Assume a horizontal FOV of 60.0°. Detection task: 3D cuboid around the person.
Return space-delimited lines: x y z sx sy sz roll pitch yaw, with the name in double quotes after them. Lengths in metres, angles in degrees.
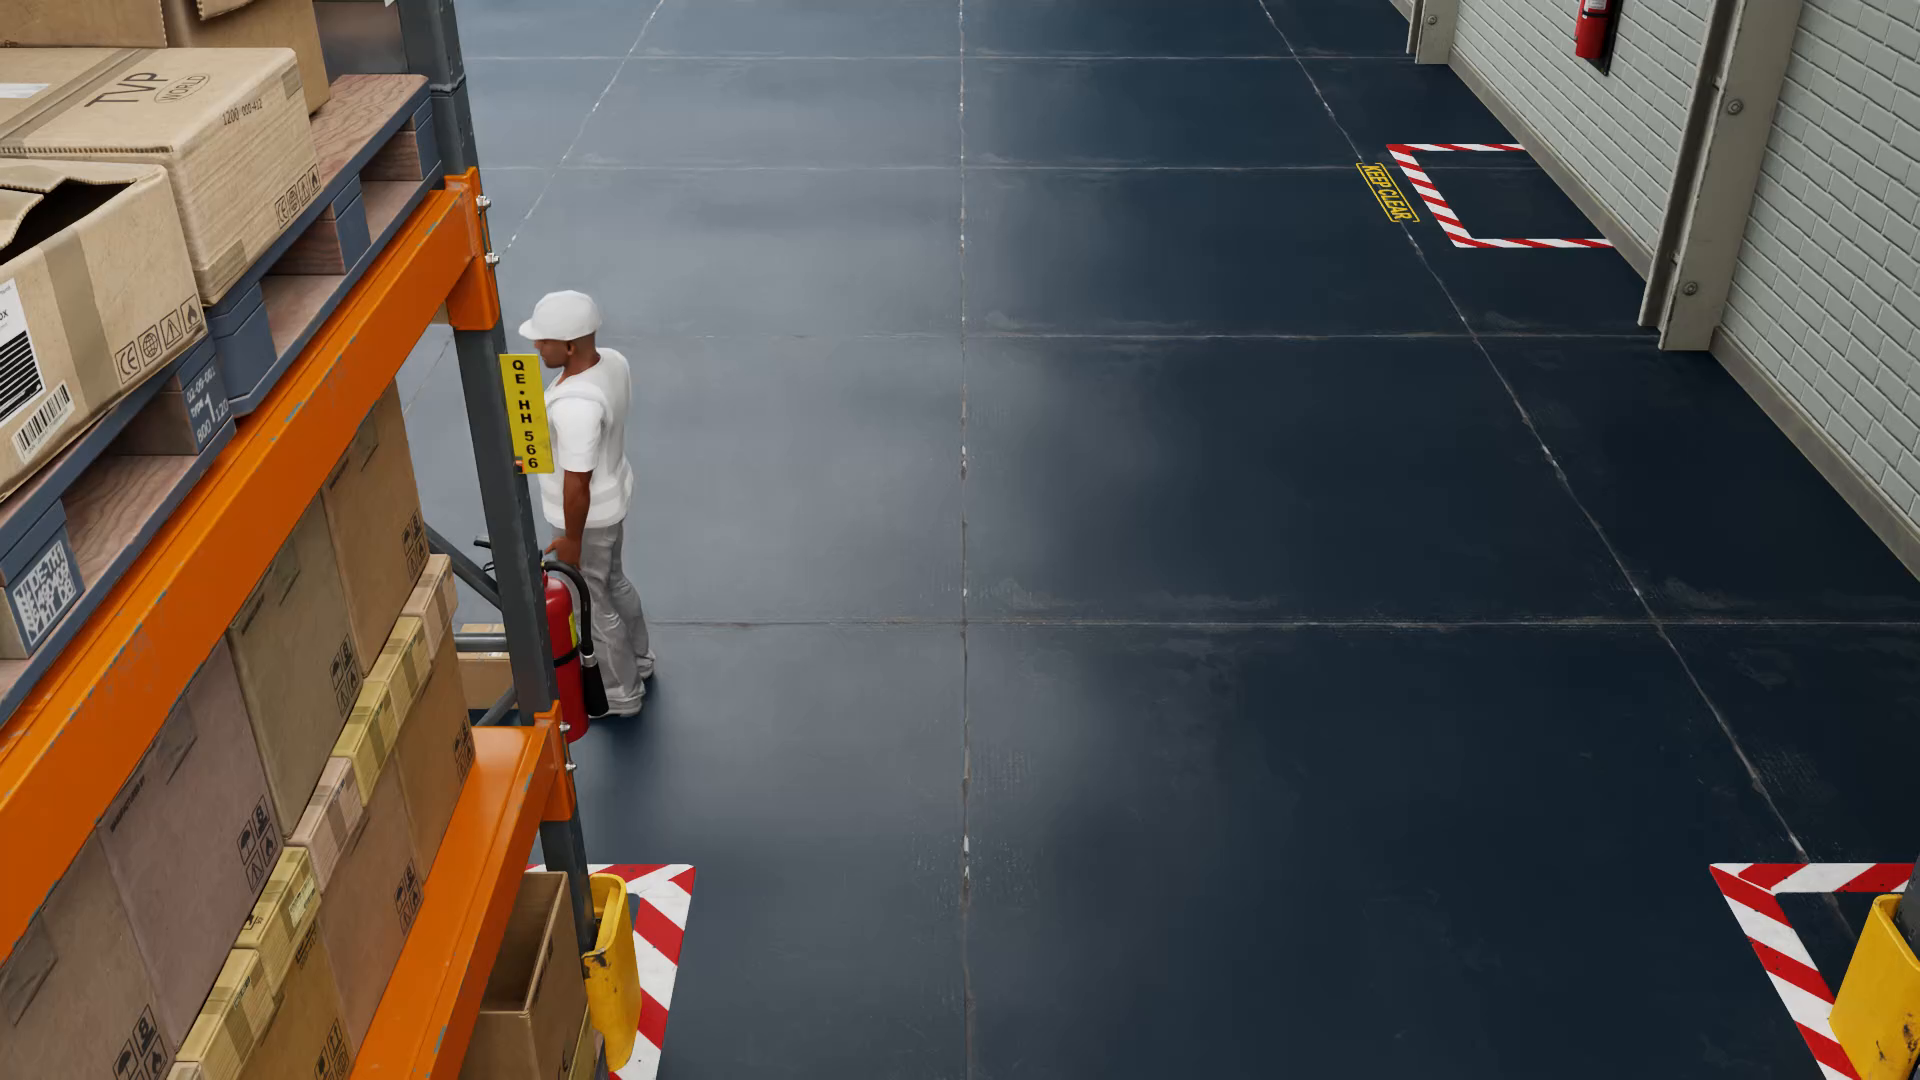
-1.406 -0.122 6.316 0.358 1.764 0.565 1 31 1 "person"
